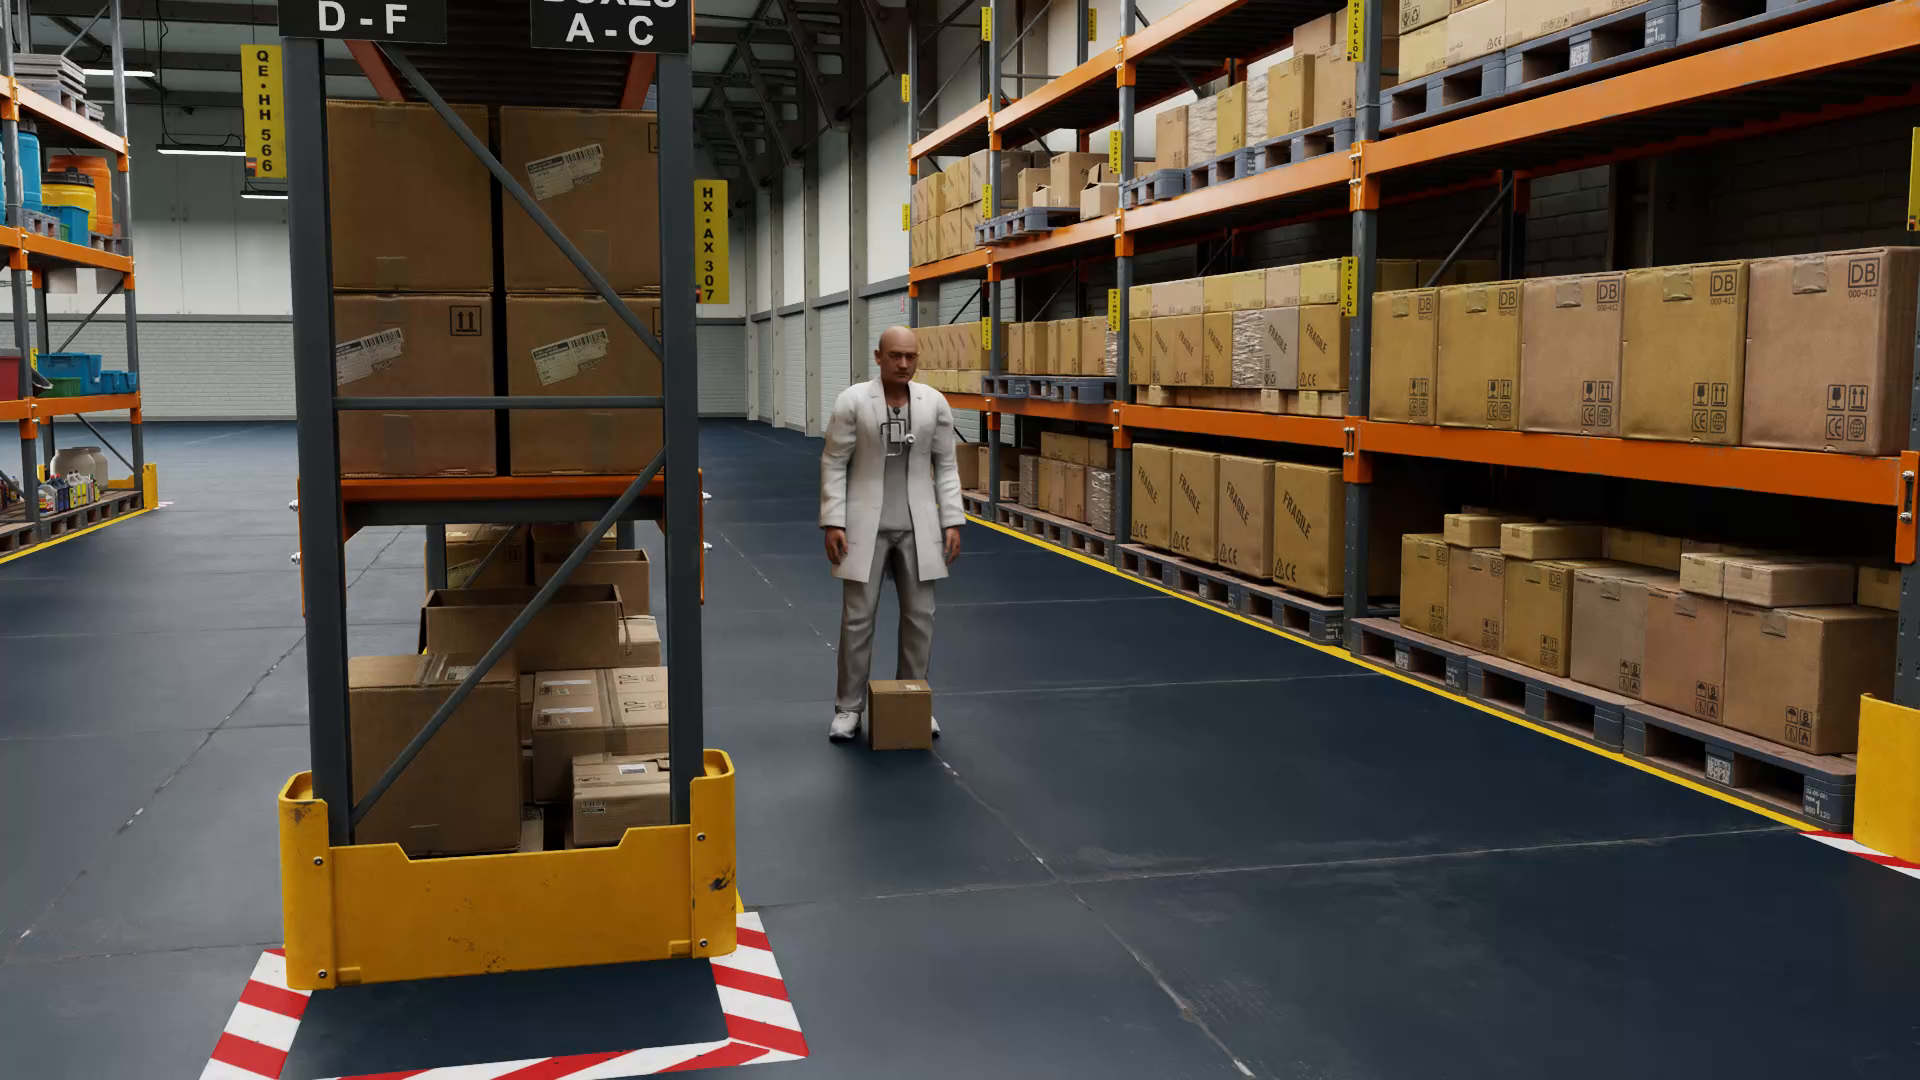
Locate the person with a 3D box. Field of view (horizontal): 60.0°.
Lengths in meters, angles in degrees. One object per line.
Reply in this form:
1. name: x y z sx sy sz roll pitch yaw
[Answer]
1. person: -0.294 -0.040 7.264 0.654 1.775 0.420 -1 6 -14
